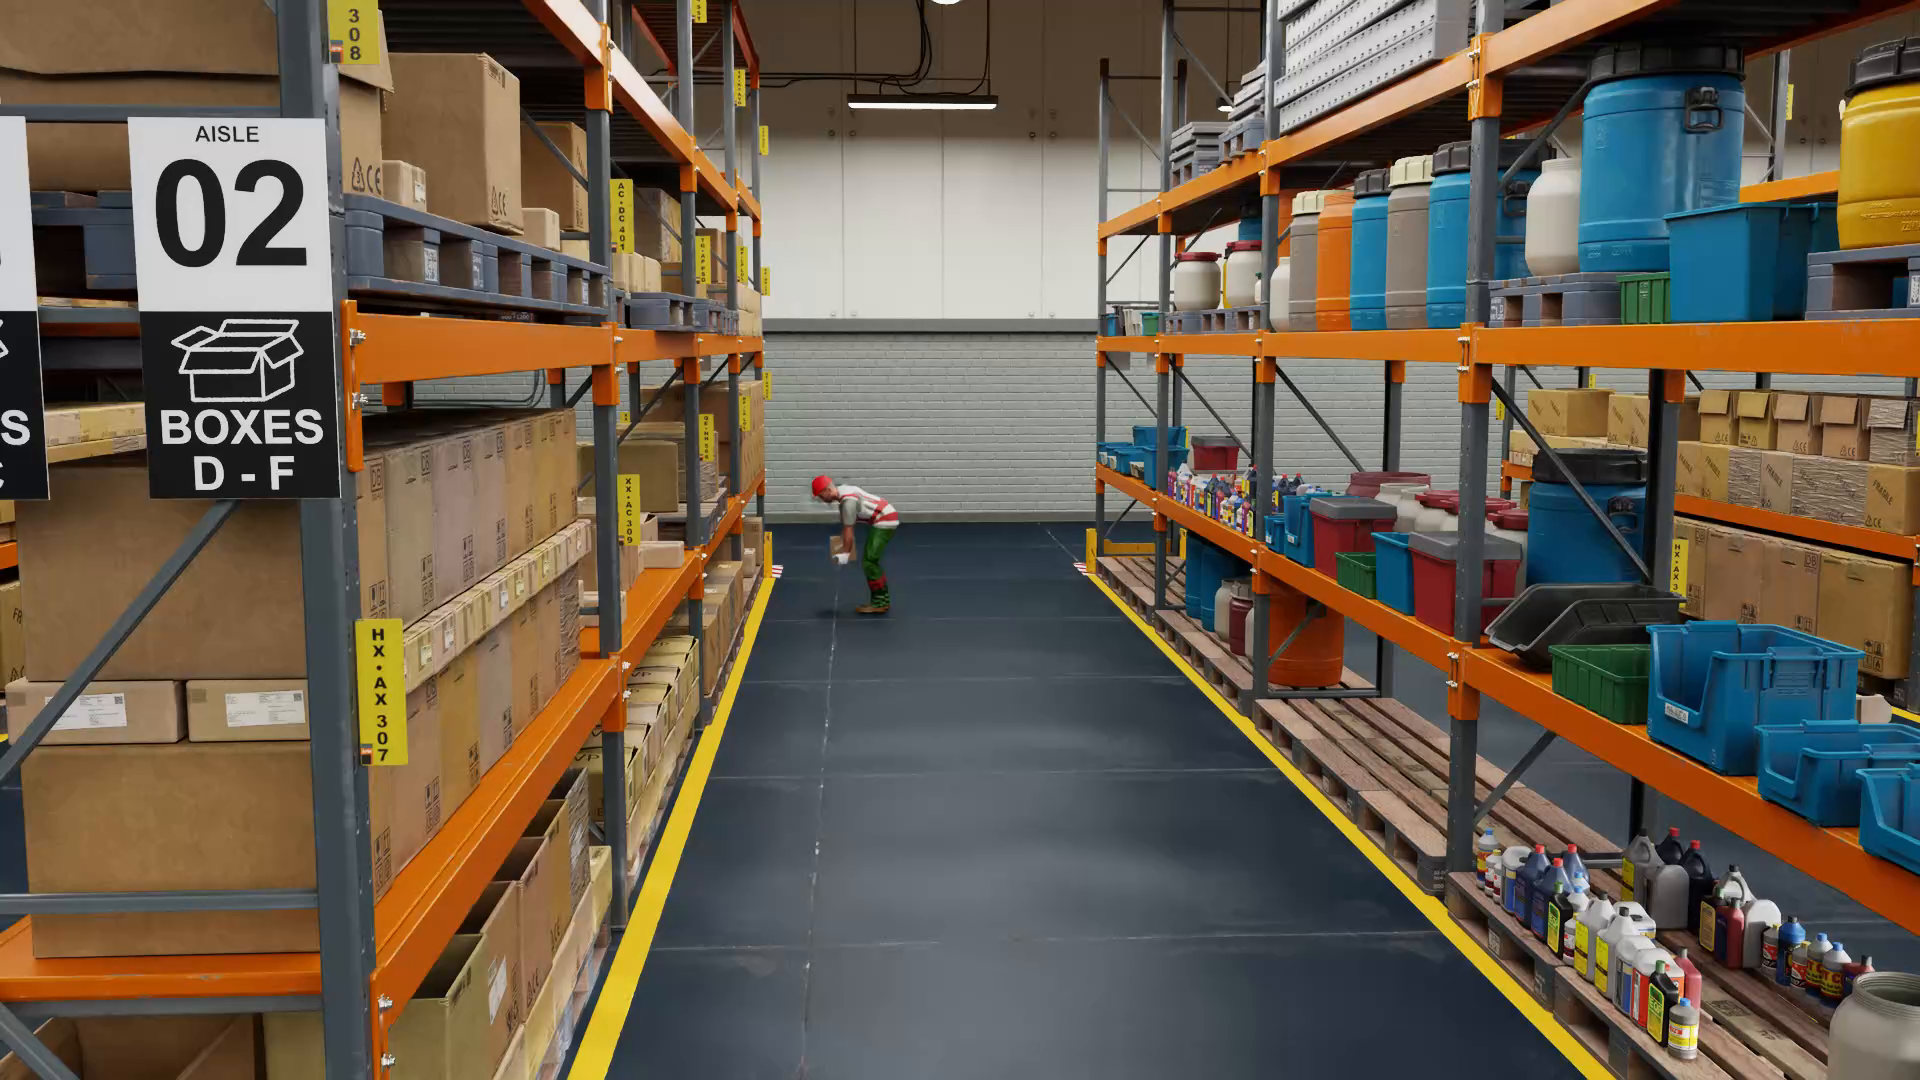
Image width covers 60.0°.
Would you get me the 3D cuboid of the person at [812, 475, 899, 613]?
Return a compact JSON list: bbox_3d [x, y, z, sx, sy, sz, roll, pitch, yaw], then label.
[{"bbox_3d":[-1.062,0.036,16.958,0.886,1.402,0.485,-1,7,-5],"label":"person"}]
